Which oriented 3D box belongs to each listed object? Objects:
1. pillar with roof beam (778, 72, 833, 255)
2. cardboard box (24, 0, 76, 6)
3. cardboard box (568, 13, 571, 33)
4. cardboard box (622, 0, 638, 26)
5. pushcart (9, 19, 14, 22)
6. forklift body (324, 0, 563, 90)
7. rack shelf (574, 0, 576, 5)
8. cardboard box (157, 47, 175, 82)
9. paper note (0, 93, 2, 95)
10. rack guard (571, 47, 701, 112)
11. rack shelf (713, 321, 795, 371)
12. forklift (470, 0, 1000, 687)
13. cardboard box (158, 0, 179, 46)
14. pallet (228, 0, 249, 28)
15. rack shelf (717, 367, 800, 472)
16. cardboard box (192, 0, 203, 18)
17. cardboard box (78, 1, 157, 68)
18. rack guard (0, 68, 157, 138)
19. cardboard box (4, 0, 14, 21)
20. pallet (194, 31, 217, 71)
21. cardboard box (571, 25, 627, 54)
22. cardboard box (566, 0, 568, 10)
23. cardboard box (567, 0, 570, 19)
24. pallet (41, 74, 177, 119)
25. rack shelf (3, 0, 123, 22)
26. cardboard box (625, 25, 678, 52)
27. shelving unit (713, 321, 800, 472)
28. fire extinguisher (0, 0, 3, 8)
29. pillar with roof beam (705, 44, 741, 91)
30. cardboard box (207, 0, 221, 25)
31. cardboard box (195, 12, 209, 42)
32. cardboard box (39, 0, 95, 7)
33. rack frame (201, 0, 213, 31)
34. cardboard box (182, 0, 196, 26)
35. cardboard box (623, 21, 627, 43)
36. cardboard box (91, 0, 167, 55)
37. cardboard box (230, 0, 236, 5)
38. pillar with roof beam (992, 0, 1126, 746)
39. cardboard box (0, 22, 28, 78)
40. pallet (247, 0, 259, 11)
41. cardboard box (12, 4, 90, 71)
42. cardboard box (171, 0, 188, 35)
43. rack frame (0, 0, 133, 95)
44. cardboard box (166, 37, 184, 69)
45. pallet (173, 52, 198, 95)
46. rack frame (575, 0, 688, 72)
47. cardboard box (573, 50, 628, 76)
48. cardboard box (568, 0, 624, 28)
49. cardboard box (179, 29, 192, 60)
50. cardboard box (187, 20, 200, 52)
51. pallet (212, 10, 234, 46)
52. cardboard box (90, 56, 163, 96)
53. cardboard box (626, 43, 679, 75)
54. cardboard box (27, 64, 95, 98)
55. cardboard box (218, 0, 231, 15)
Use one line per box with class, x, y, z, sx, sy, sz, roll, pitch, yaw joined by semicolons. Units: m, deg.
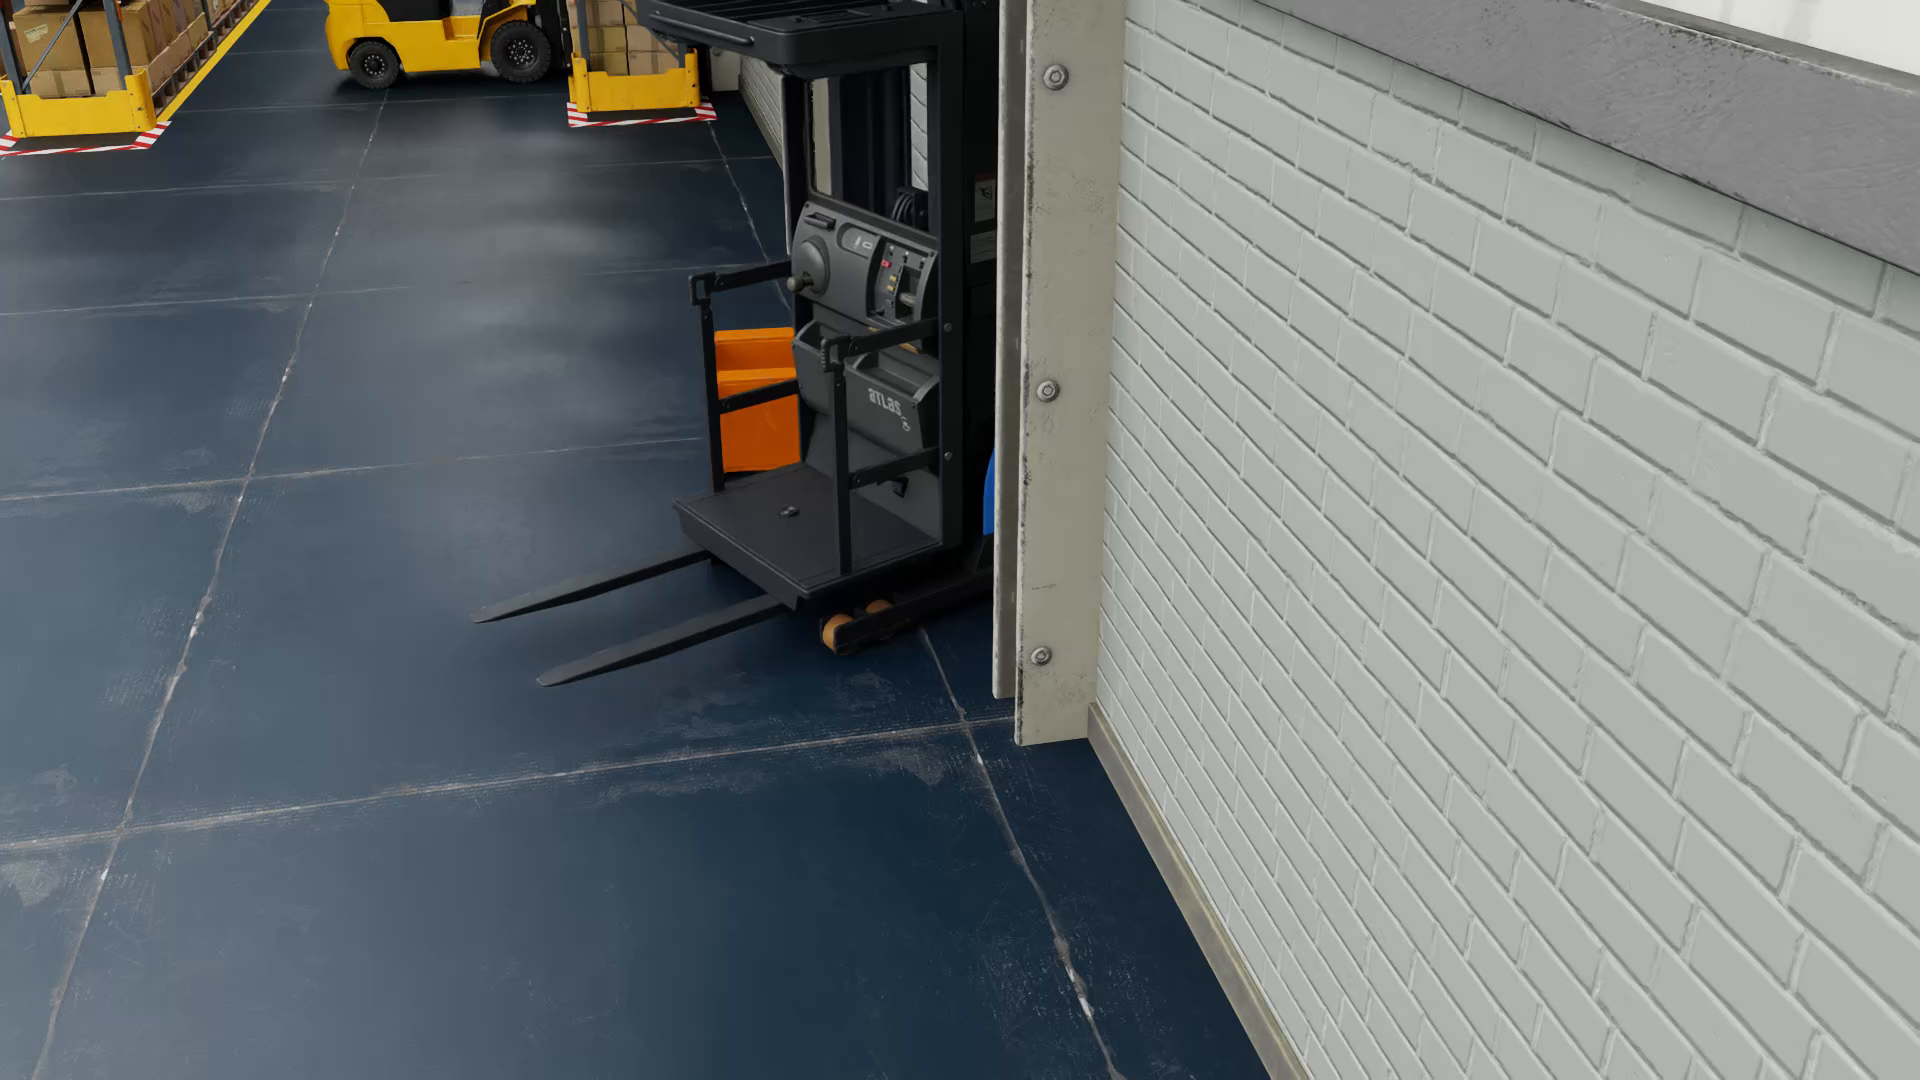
pillar with roof beam;-5.225;-5.545;8.750;9.100;9.000;0.400;-6;27;-12
cardboard box;-8.522;-5.099;15.557;0.380;0.149;0.250;-5;27;-10
cardboard box;-3.757;-5.352;17.055;0.500;0.250;0.500;-7;28;-13
cardboard box;-3.028;-5.178;16.155;0.500;0.250;0.500;-6;27;-12
pushcart;-11.050;-5.367;17.965;1.648;0.377;0.936;-16;31;-29
forklift body;-5.309;-5.809;16.873;2.313;2.155;1.214;-6;27;-12
rack shelf;-3.554;-6.098;17.301;1.077;0.370;4.000;-6;27;-12
cardboard box;-7.959;-4.602;16.125;0.500;0.250;0.500;-5;27;-10
paper note;-9.475;-4.434;16.500;0.142;0.019;0.148;-16;31;-29
rack guard;-3.098;-4.415;15.942;1.175;0.500;0.348;-6;27;-12
rack shelf;-0.814;-0.906;8.878;1.000;0.538;0.278;-4;29;-6
forklift;-0.564;-1.105;6.687;3.031;2.935;1.130;-19;33;-33
cardboard box;-8.084;-5.173;16.423;0.500;0.500;0.500;-5;27;-11
pallet;-9.296;-6.425;20.245;1.003;0.211;1.213;-6;27;-12
rack shelf;-0.744;-0.648;8.412;1.000;0.538;0.278;-4;29;-6
cardboard box;-8.446;-5.854;17.772;0.500;0.500;0.500;-6;27;-12
cardboard box;-7.857;-4.723;15.531;0.500;0.500;0.500;-7;28;-13
rack guard;-7.956;-3.953;15.027;1.175;0.500;0.348;-6;27;-12
cardboard box;-10.568;-5.820;17.885;0.500;0.500;0.500;-6;27;-12
pallet;-8.655;-5.255;17.928;1.003;0.211;1.213;-6;27;-12
cardboard box;-3.518;-4.906;16.172;0.500;0.250;0.500;-6;27;-12
cardboard box;-3.756;-5.562;16.917;0.500;0.250;0.500;-6;27;-11
cardboard box;-3.632;-5.342;16.480;0.500;0.250;0.500;-5;27;-11
pallet;-8.105;-4.184;15.806;1.003;0.211;1.213;-6;27;-12
rack shelf;-8.390;-5.592;16.299;1.077;0.370;4.000;-6;27;-12
cardboard box;-3.007;-4.952;16.262;0.500;0.250;0.500;-5;27;-11
shelving unit;-0.782;-0.789;8.666;1.048;0.538;1.125;-4;29;-6
fire extinguisher;-8.362;-4.904;14.223;0.296;0.674;0.183;-6;27;-12
pillar with roof beam;-6.577;-8.179;13.968;9.100;9.000;0.400;-6;27;-12
cardboard box;-8.961;-6.036;18.830;0.950;0.372;0.625;-6;27;-11
cardboard box;-8.445;-5.519;17.941;0.500;0.250;0.500;-5;27;-9
cardboard box;-8.494;-4.884;15.851;0.500;0.500;0.500;-5;27;-10
rack frame;-8.840;-6.791;17.877;1.000;3.000;0.127;-6;27;-12
cardboard box;-8.329;-5.631;17.330;0.500;0.500;0.500;-5;27;-11
cardboard box;-3.131;-5.171;16.696;0.500;0.250;0.500;-6;27;-12
cardboard box;-7.979;-4.952;15.985;0.500;0.500;0.500;-7;28;-14
cardboard box;-9.285;-6.656;20.059;0.950;0.372;0.625;-5;27;-10
pillar with roof beam;-3.873;-2.911;3.531;9.100;9.000;0.400;-6;27;-12
cardboard box;-9.925;-5.068;17.233;0.500;0.500;0.500;13;30;24
pallet;-9.567;-6.959;21.304;1.003;0.211;1.213;-6;27;-12
cardboard box;-8.374;-4.655;15.398;0.500;0.500;0.500;-6;27;-11
cardboard box;-8.213;-5.407;16.886;0.500;0.500;0.500;-5;27;-9
rack frame;-7.939;-5.035;14.397;1.000;3.000;0.127;-6;27;-12
cardboard box;-8.094;-4.841;16.597;0.500;0.250;0.500;-4;27;-8
pallet;-8.376;-4.719;16.865;1.003;0.211;1.213;-6;27;-12
rack frame;-3.104;-5.541;15.399;1.000;3.000;0.127;-6;27;-12
cardboard box;-3.517;-4.675;16.269;0.500;0.250;0.500;-6;27;-11
cardboard box;-3.511;-5.118;16.037;0.500;0.250;0.500;-5;27;-10
cardboard box;-8.205;-5.063;17.037;0.500;0.250;0.500;-6;27;-11
cardboard box;-8.315;-5.286;17.480;0.500;0.250;0.500;-7;28;-13
pallet;-9.017;-5.888;19.182;1.003;0.211;1.213;-6;27;-12
cardboard box;-7.851;-4.378;15.680;0.500;0.250;0.500;-6;27;-12
cardboard box;-3.024;-4.737;16.391;0.500;0.250;0.500;-6;27;-11
cardboard box;-8.389;-4.334;15.592;0.500;0.250;0.500;-6;27;-12
cardboard box;-9.126;-6.351;19.454;0.950;0.372;0.625;-4;27;-8
